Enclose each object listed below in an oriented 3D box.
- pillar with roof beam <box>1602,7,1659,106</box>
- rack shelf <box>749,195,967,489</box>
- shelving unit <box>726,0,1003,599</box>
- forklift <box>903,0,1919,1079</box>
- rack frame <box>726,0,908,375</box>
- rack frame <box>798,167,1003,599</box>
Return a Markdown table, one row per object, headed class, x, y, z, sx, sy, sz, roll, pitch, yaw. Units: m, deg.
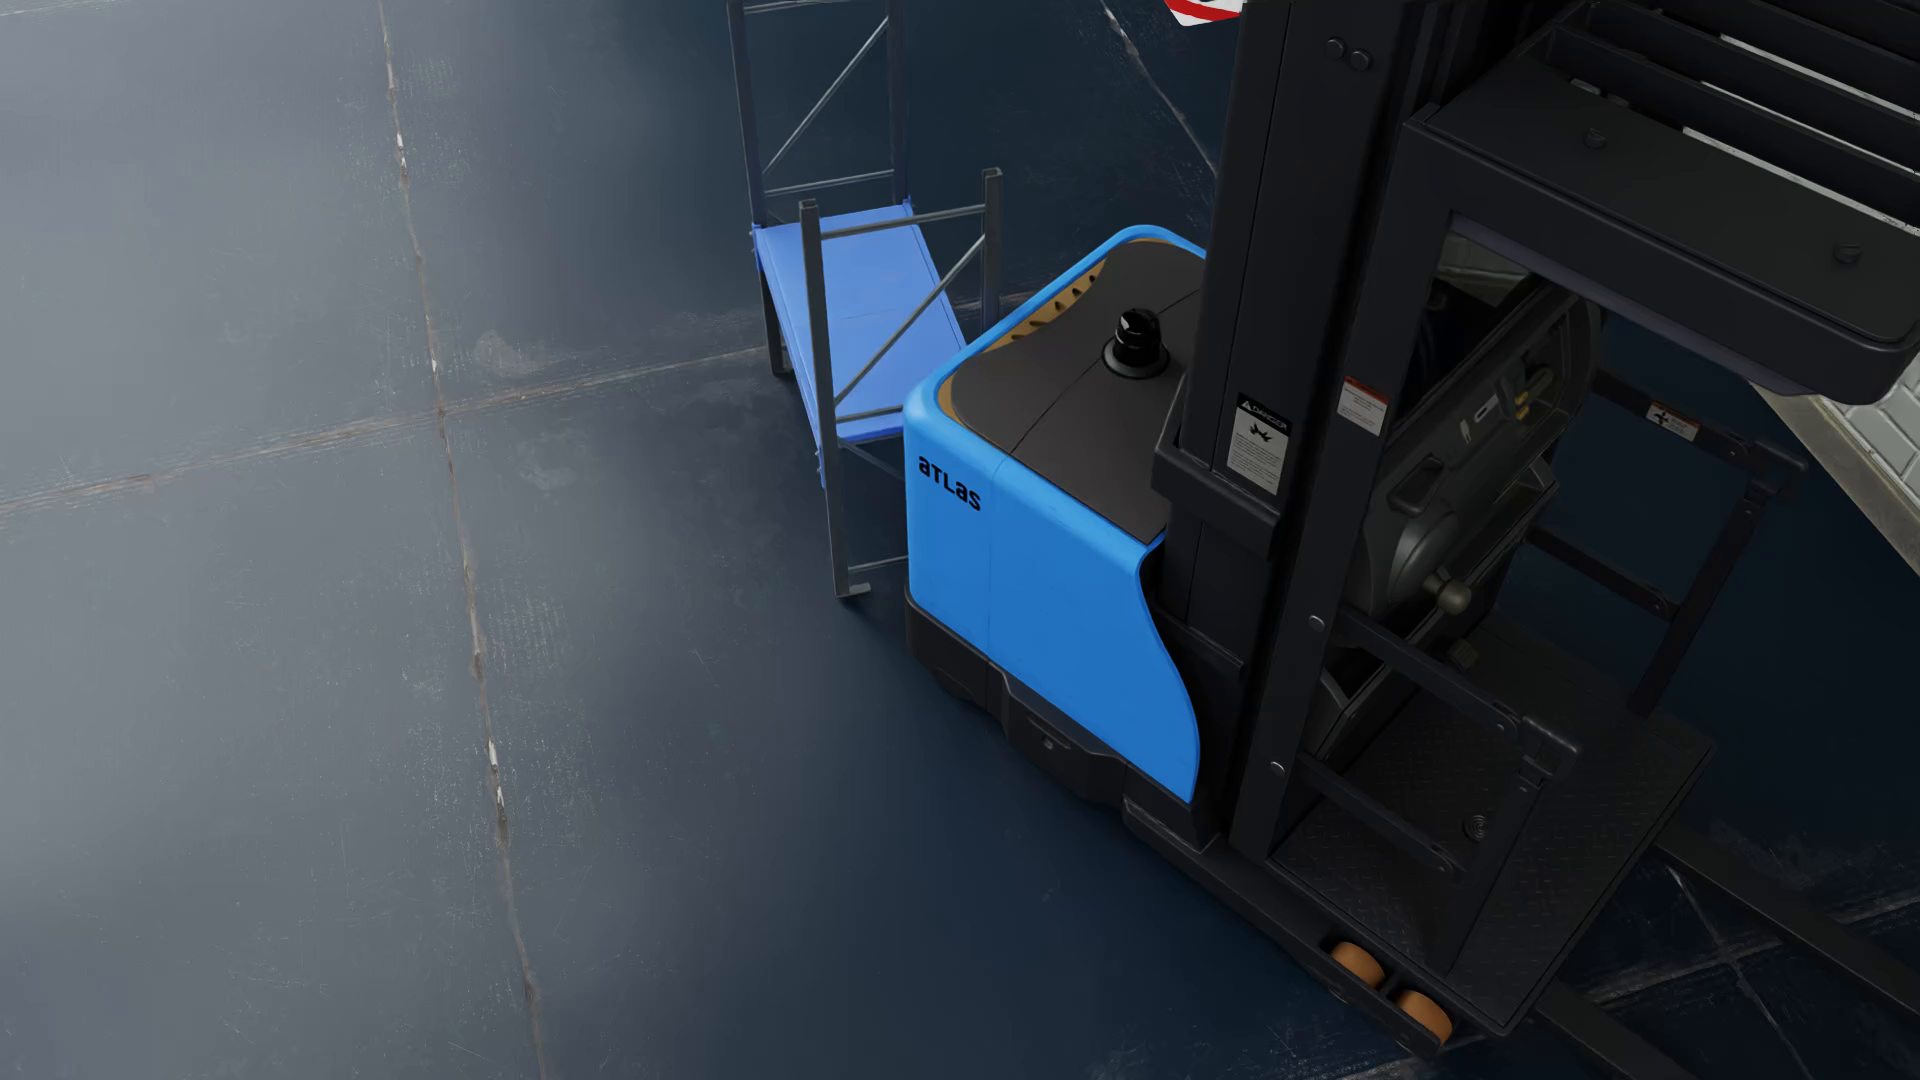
| class | x | y | z | sx | sy | sz | roll | pitch | yaw |
| --- | --- | --- | --- | --- | --- | --- | --- | --- | --- |
| pillar with roof beam | -1.862 | -3.296 | 2.143 | 9.100 | 9.000 | 0.400 | -13 | 51 | -11 |
| rack shelf | -0.276 | -0.623 | 5.030 | 0.538 | 0.185 | 1.000 | -12 | 51 | -10 |
| shelving unit | -0.276 | -0.739 | 4.892 | 0.538 | 1.500 | 1.048 | -12 | 51 | -10 |
| forklift | 1.267 | -0.119 | 3.434 | 3.031 | 2.935 | 1.130 | 35 | 58 | 26 |
| rack frame | -0.410 | -1.114 | 5.208 | 0.500 | 1.500 | 0.032 | -12 | 51 | -10 |
| rack frame | -0.141 | -0.364 | 4.576 | 0.500 | 1.500 | 0.032 | -12 | 51 | -10 |
